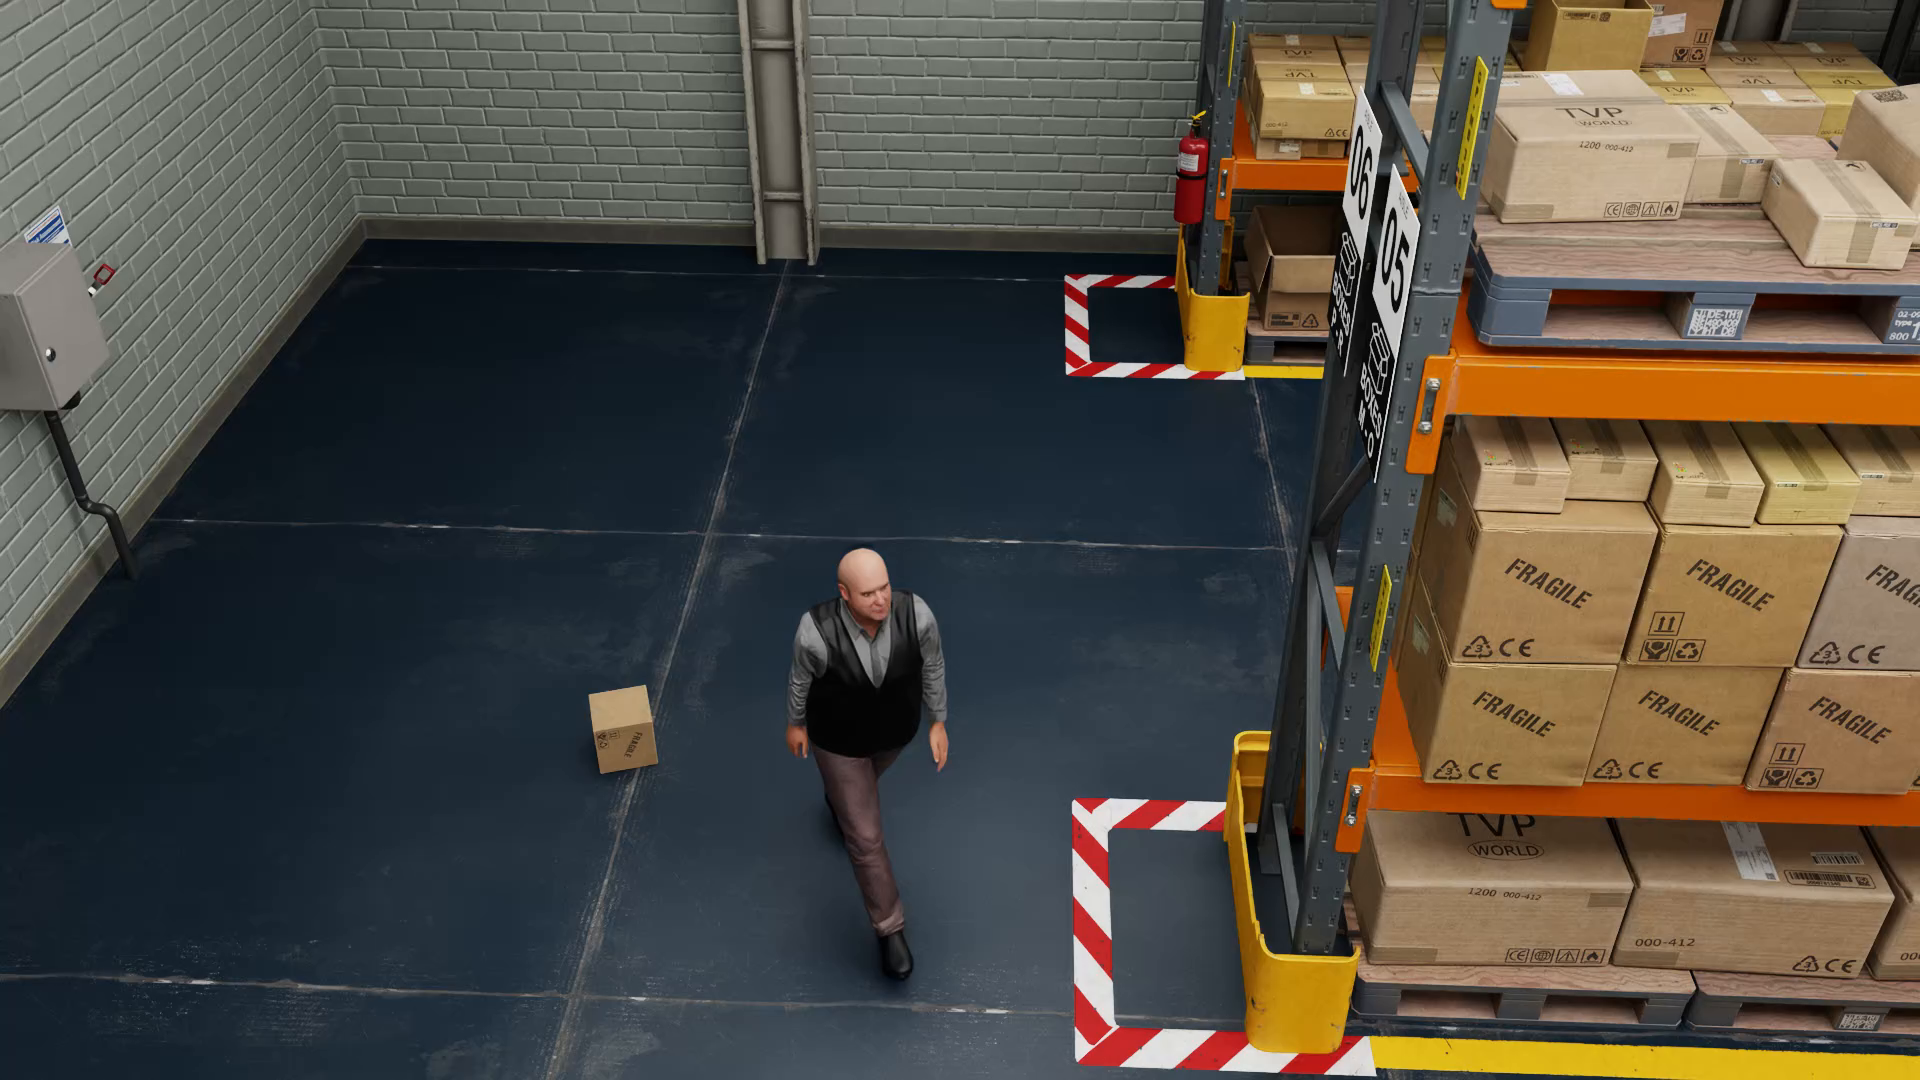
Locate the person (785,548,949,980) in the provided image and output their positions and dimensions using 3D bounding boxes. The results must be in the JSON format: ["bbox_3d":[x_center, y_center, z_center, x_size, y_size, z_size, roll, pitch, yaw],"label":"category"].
[{"bbox_3d":[-0.326,0.701,6.171,0.564,1.667,1.064,-17,39,-22],"label":"person"}]
